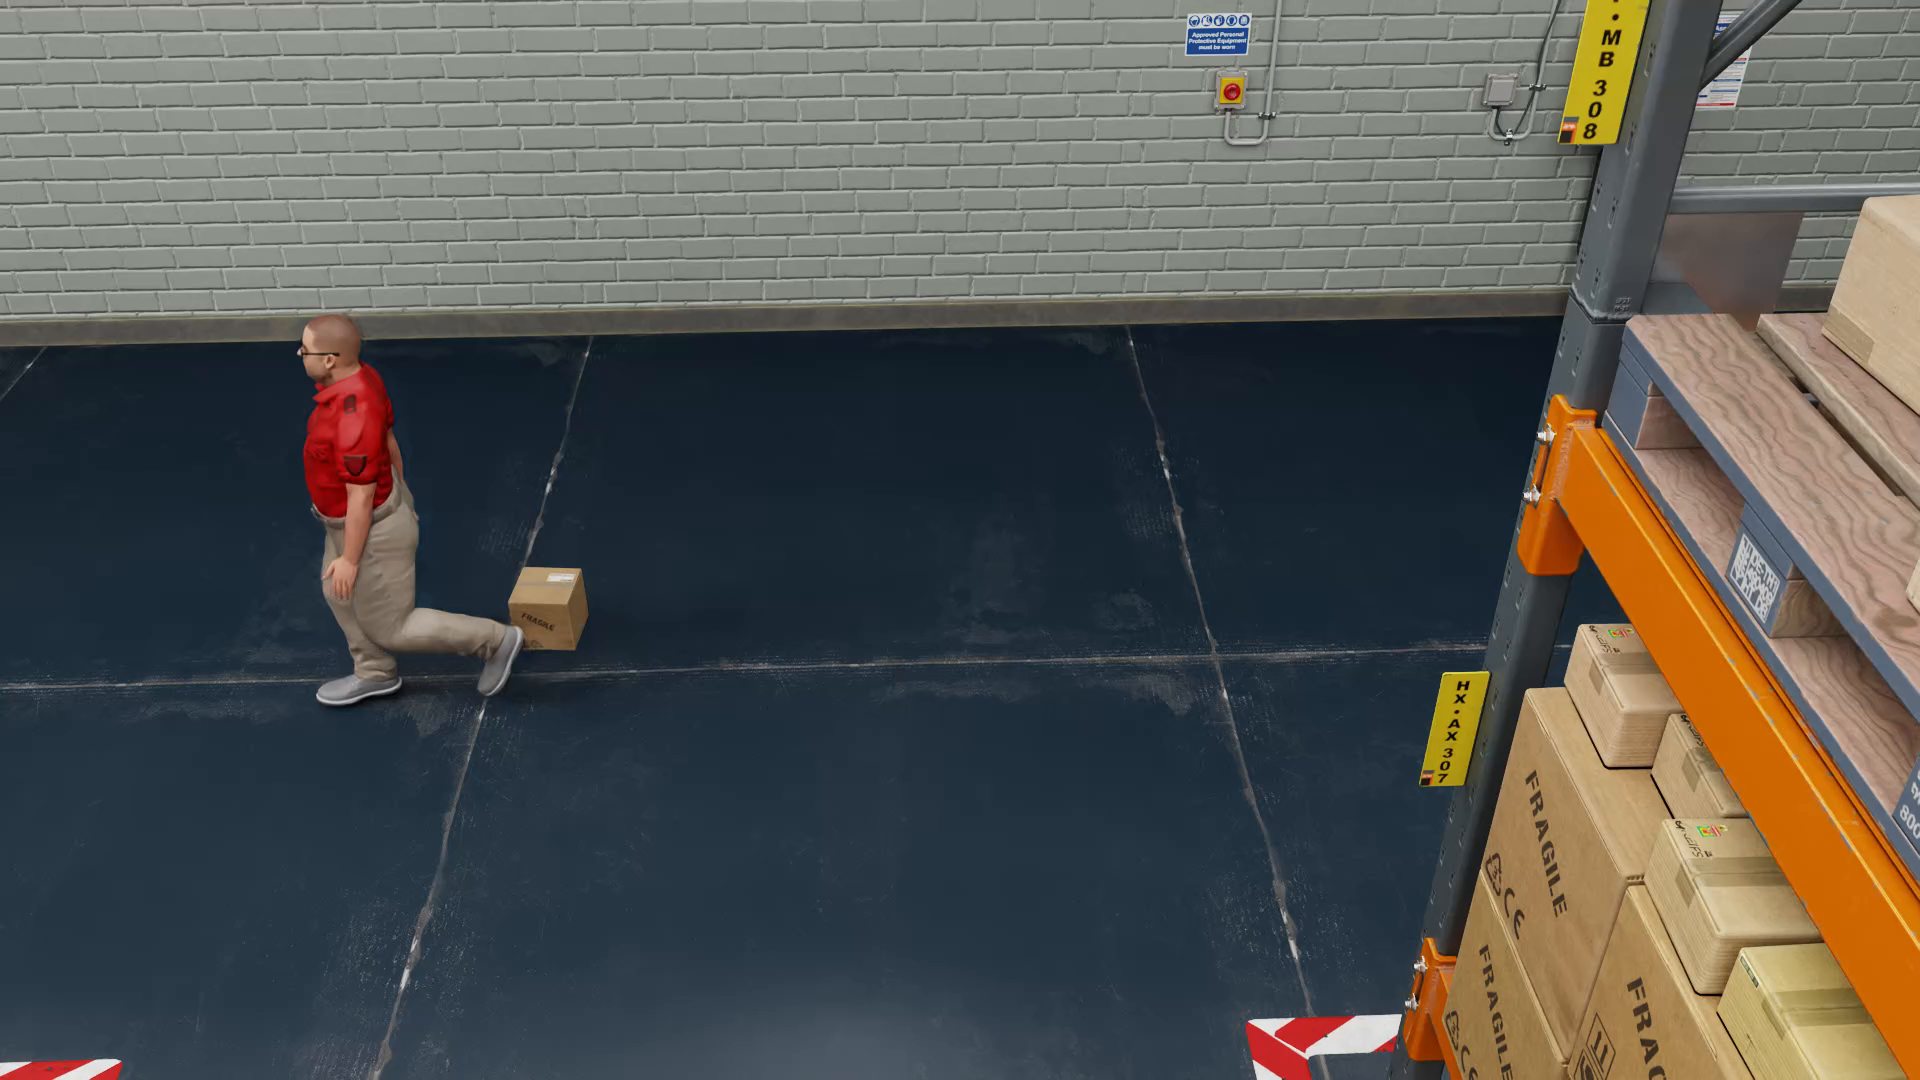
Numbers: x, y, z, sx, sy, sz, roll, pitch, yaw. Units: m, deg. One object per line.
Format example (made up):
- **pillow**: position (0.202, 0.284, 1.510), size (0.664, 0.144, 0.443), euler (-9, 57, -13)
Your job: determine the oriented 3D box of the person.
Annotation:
- **person**: position (-2.155, -0.072, 6.233), size (0.831, 1.696, 0.546), euler (-12, 37, -16)
